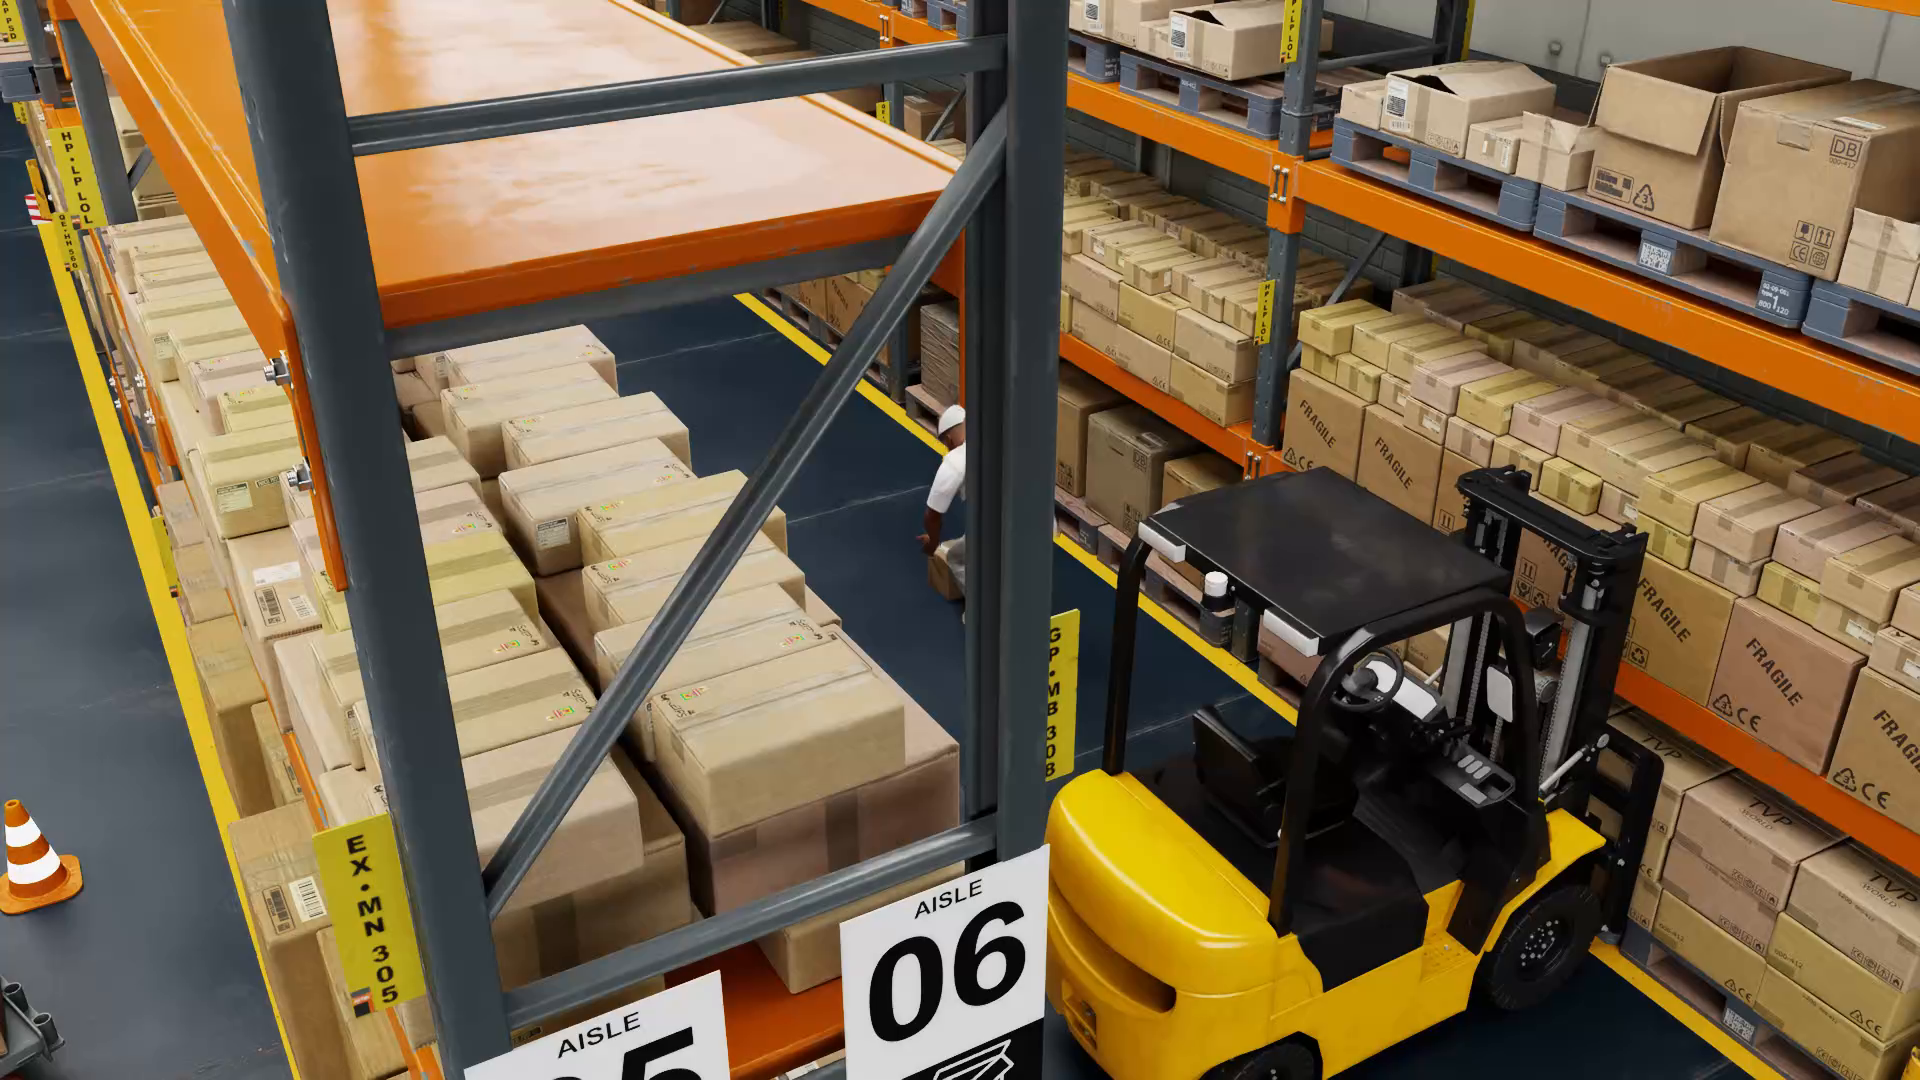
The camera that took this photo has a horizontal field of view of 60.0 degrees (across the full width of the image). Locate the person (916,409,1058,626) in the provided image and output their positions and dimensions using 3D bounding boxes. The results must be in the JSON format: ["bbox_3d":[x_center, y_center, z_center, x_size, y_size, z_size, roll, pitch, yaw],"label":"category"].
[{"bbox_3d":[0.145,-0.070,9.261,0.619,1.196,0.847,-16,33,-26],"label":"person"}]
